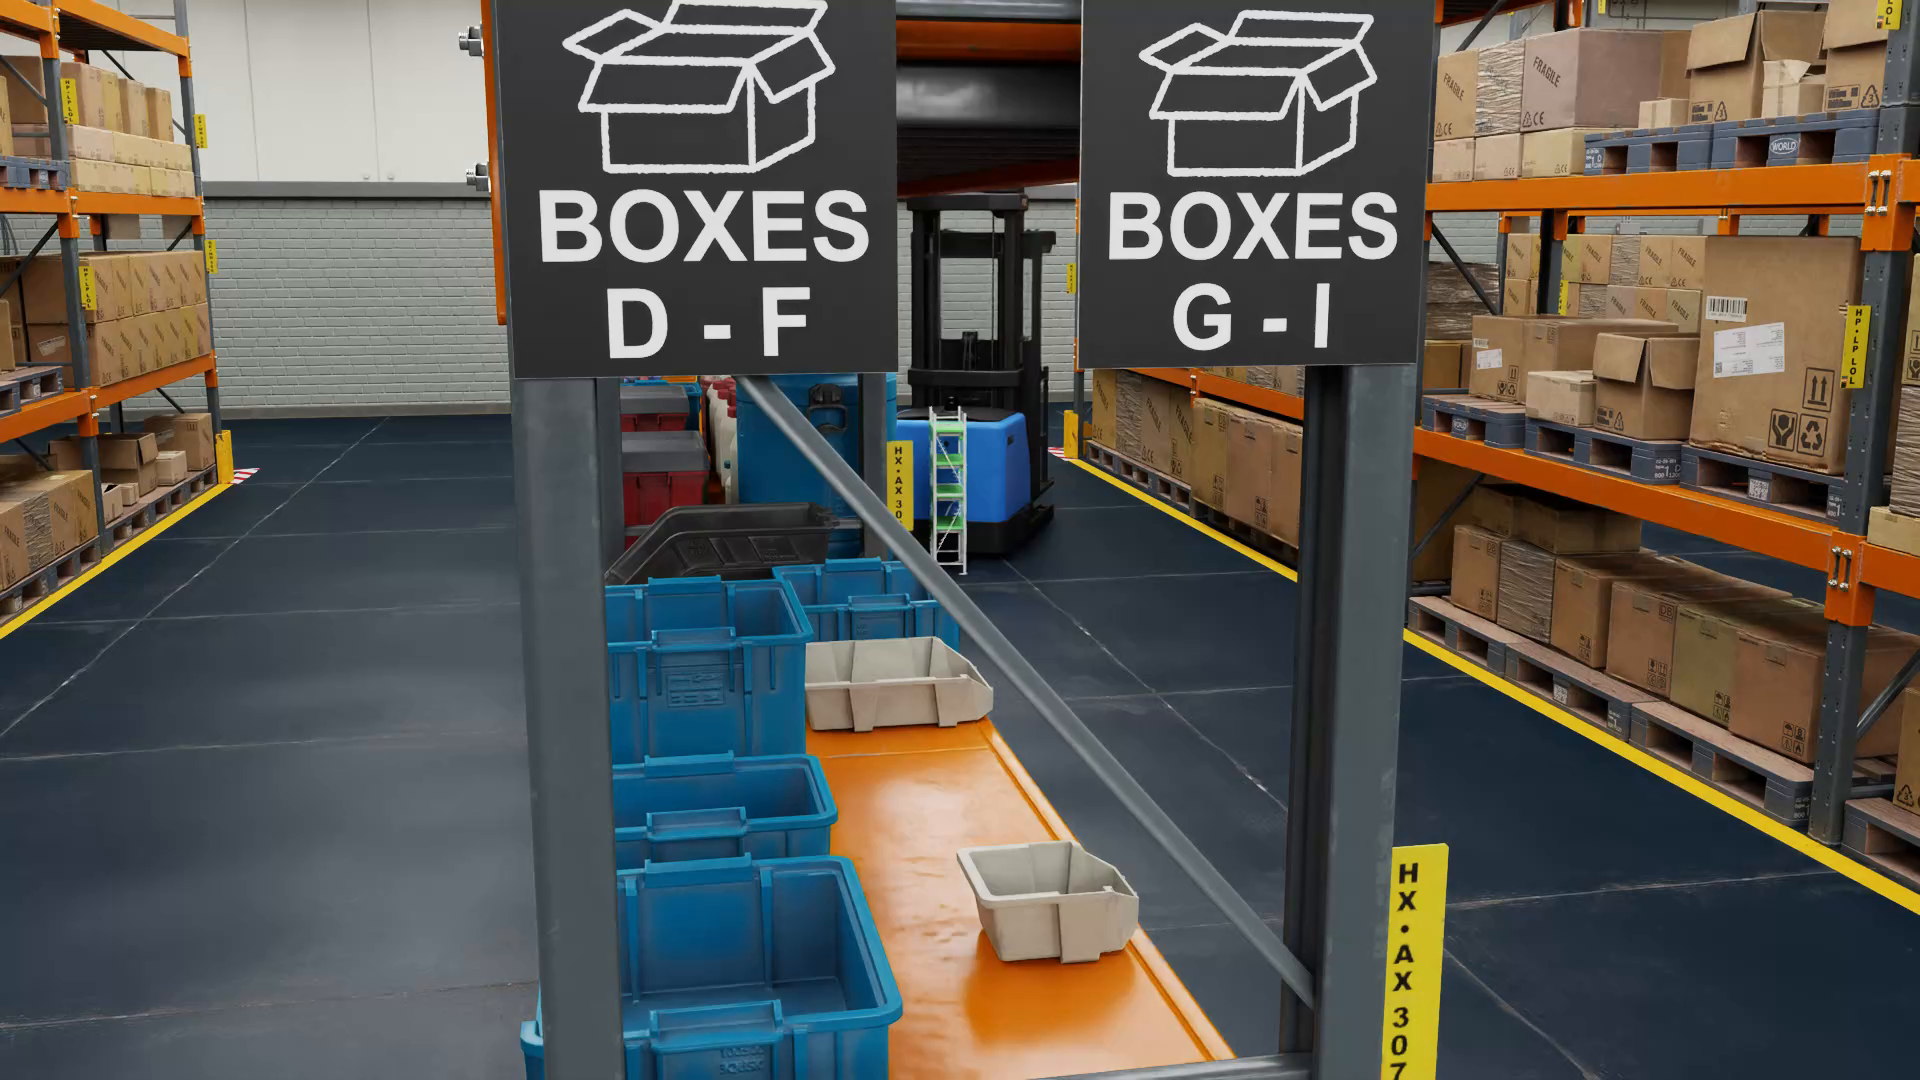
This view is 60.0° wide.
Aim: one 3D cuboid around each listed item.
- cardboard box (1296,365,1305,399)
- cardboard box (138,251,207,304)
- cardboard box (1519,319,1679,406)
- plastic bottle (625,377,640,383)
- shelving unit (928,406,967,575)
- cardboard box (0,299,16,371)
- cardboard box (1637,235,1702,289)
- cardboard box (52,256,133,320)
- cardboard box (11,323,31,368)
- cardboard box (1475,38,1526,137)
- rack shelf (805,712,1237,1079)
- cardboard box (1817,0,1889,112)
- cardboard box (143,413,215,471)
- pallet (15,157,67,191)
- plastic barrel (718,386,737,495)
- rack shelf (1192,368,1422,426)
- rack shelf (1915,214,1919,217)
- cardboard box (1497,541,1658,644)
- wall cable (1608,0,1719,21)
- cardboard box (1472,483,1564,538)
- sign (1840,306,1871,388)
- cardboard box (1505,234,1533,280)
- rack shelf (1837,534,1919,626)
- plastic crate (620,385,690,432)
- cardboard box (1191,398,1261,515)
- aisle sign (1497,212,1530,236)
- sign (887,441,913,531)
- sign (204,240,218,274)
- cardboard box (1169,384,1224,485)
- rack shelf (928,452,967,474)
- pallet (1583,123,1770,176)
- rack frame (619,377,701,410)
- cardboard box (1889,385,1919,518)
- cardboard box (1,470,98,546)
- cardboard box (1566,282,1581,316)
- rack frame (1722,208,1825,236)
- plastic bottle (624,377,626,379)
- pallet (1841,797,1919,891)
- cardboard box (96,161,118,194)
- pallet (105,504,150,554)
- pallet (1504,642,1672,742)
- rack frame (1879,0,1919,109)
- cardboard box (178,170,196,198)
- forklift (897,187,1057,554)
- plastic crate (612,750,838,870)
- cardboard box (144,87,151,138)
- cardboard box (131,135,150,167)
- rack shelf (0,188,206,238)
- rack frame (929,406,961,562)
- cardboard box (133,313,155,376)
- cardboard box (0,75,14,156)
[{"bbox_3d":[2.787,-1.269,12.074,0.500,0.500,0.500,-2,11,-13],"label":"cardboard box"},{"bbox_3d":[-7.596,-2.528,16.015,0.500,0.500,0.500,-2,11,-12],"label":"cardboard box"},{"bbox_3d":[3.672,-1.011,9.594,0.700,0.500,0.500,0,11,-3],"label":"cardboard box"},{"bbox_3d":[-2.247,-1.046,11.303,0.144,0.351,0.185,-2,11,-11],"label":"plastic bottle"},{"bbox_3d":[-0.094,-0.376,12.464,0.258,1.200,0.503,-1,11,-4],"label":"shelving unit"},{"bbox_3d":[-7.302,-1.486,12.092,0.700,0.500,0.500,-6,12,-30],"label":"cardboard box"},{"bbox_3d":[6.966,-2.705,16.147,0.500,0.500,0.500,-2,11,-13],"label":"cardboard box"},{"bbox_3d":[-7.091,-2.057,13.542,0.500,0.500,0.500,-2,11,-13],"label":"cardboard box"},{"bbox_3d":[-7.524,-1.457,13.063,0.500,0.500,0.500,-2,11,-10],"label":"cardboard box"},{"bbox_3d":[3.255,-2.531,9.346,0.500,0.500,0.500,-2,11,-11],"label":"cardboard box"},{"bbox_3d":[-0.370,0.682,4.013,1.077,0.370,4.000,-2,11,-11],"label":"rack shelf"},{"bbox_3d":[4.105,-2.038,6.962,0.797,0.503,0.637,-3,11,-14],"label":"cardboard box"},{"bbox_3d":[-7.605,-0.957,16.210,0.500,0.500,0.500,-2,11,-11],"label":"cardboard box"},{"bbox_3d":[-7.117,-2.585,11.735,1.213,0.211,1.003,-2,11,-11],"label":"pallet"},{"bbox_3d":[-0.873,-0.423,7.531,0.433,0.535,0.433,0,11,0],"label":"plastic barrel"},{"bbox_3d":[2.932,-0.965,12.669,1.077,0.370,4.000,-2,11,-11],"label":"rack shelf"},{"bbox_3d":[11.875,-3.533,18.136,1.077,0.370,4.000,-2,11,-11],"label":"rack shelf"},{"bbox_3d":[3.592,0.284,9.693,0.700,0.500,0.500,-3,11,-16],"label":"cardboard box"},{"bbox_3d":[10.842,-6.786,25.284,2.355,3.000,0.029,-2,11,-11],"label":"wall cable"},{"bbox_3d":[3.481,-0.186,10.157,0.500,0.250,0.500,-2,11,-9],"label":"cardboard box"},{"bbox_3d":[3.555,-0.766,6.602,0.100,0.325,0.005,-2,11,-11],"label":"sign"},{"bbox_3d":[6.477,-3.175,18.619,0.500,0.500,0.500,-2,11,-11],"label":"cardboard box"},{"bbox_3d":[4.488,0.502,4.960,1.077,0.370,4.000,-2,11,-11],"label":"rack shelf"},{"bbox_3d":[-1.523,-0.495,8.106,0.402,0.464,0.583,-2,11,-11],"label":"plastic crate"},{"bbox_3d":[2.687,-0.731,14.075,1.225,0.875,0.875,-2,11,-11],"label":"cardboard box"},{"bbox_3d":[6.342,-3.860,19.003,0.394,0.787,0.004,-2,11,-11],"label":"aisle sign"},{"bbox_3d":[-0.217,-0.192,5.942,0.100,0.325,0.005,-2,11,-11],"label":"sign"},{"bbox_3d":[-7.404,-2.800,16.443,0.100,0.325,0.005,-2,11,-11],"label":"sign"},{"bbox_3d":[2.493,-0.972,15.339,0.875,0.875,0.875,-2,11,-11],"label":"cardboard box"},{"bbox_3d":[-0.094,-0.549,12.431,0.258,0.148,0.480,-1,11,-4],"label":"rack shelf"},{"bbox_3d":[3.879,-1.907,8.171,1.213,0.211,1.003,-2,11,-11],"label":"pallet"},{"bbox_3d":[-1.537,-0.772,9.728,1.000,3.000,0.127,-2,11,-11],"label":"rack frame"},{"bbox_3d":[4.126,-0.329,6.337,0.875,0.500,0.500,-2,11,-11],"label":"cardboard box"},{"bbox_3d":[-6.798,-0.234,12.411,0.500,0.500,0.500,-2,11,-11],"label":"cardboard box"},{"bbox_3d":[6.678,-2.496,17.725,0.500,0.500,0.500,-2,11,-10],"label":"cardboard box"},{"bbox_3d":[7.428,-1.847,15.379,1.000,3.000,0.127,-2,11,-11],"label":"rack frame"},{"bbox_3d":[-2.257,-0.983,11.148,0.061,0.283,0.133,-2,11,-11],"label":"plastic bottle"},{"bbox_3d":[4.264,1.274,6.440,1.003,0.211,1.213,-2,11,-11],"label":"pallet"},{"bbox_3d":[-7.120,-2.916,13.371,0.500,0.250,0.500,-2,11,-11],"label":"cardboard box"},{"bbox_3d":[-7.307,-0.082,13.562,1.003,0.211,1.213,-2,11,-11],"label":"pallet"},{"bbox_3d":[3.706,0.785,9.008,1.003,0.211,1.213,-2,11,-11],"label":"pallet"},{"bbox_3d":[4.099,-3.165,6.259,1.000,3.000,0.127,-2,11,-11],"label":"rack frame"},{"bbox_3d":[-7.594,-3.375,15.783,0.500,0.250,0.500,-2,11,-11],"label":"cardboard box"},{"bbox_3d":[0.195,-1.562,14.062,1.130,2.935,3.031,3,11,13],"label":"forklift"},{"bbox_3d":[-0.493,0.569,3.085,0.499,0.251,0.408,-2,11,-11],"label":"plastic crate"},{"bbox_3d":[-7.822,-3.885,15.121,0.700,0.500,0.500,-2,11,-11],"label":"cardboard box"},{"bbox_3d":[-7.308,-3.345,14.290,0.500,0.250,0.500,-2,11,-11],"label":"cardboard box"},{"bbox_3d":[-7.564,-2.813,14.353,1.077,0.370,4.000,-2,11,-11],"label":"rack shelf"},{"bbox_3d":[-0.113,-0.422,12.703,0.240,1.200,0.015,-1,11,-4],"label":"rack frame"},{"bbox_3d":[-7.204,-1.664,14.149,0.500,0.500,0.500,-2,11,-11],"label":"cardboard box"},{"bbox_3d":[-7.149,-3.009,11.802,0.600,0.600,0.600,-3,11,-16],"label":"cardboard box"}]
